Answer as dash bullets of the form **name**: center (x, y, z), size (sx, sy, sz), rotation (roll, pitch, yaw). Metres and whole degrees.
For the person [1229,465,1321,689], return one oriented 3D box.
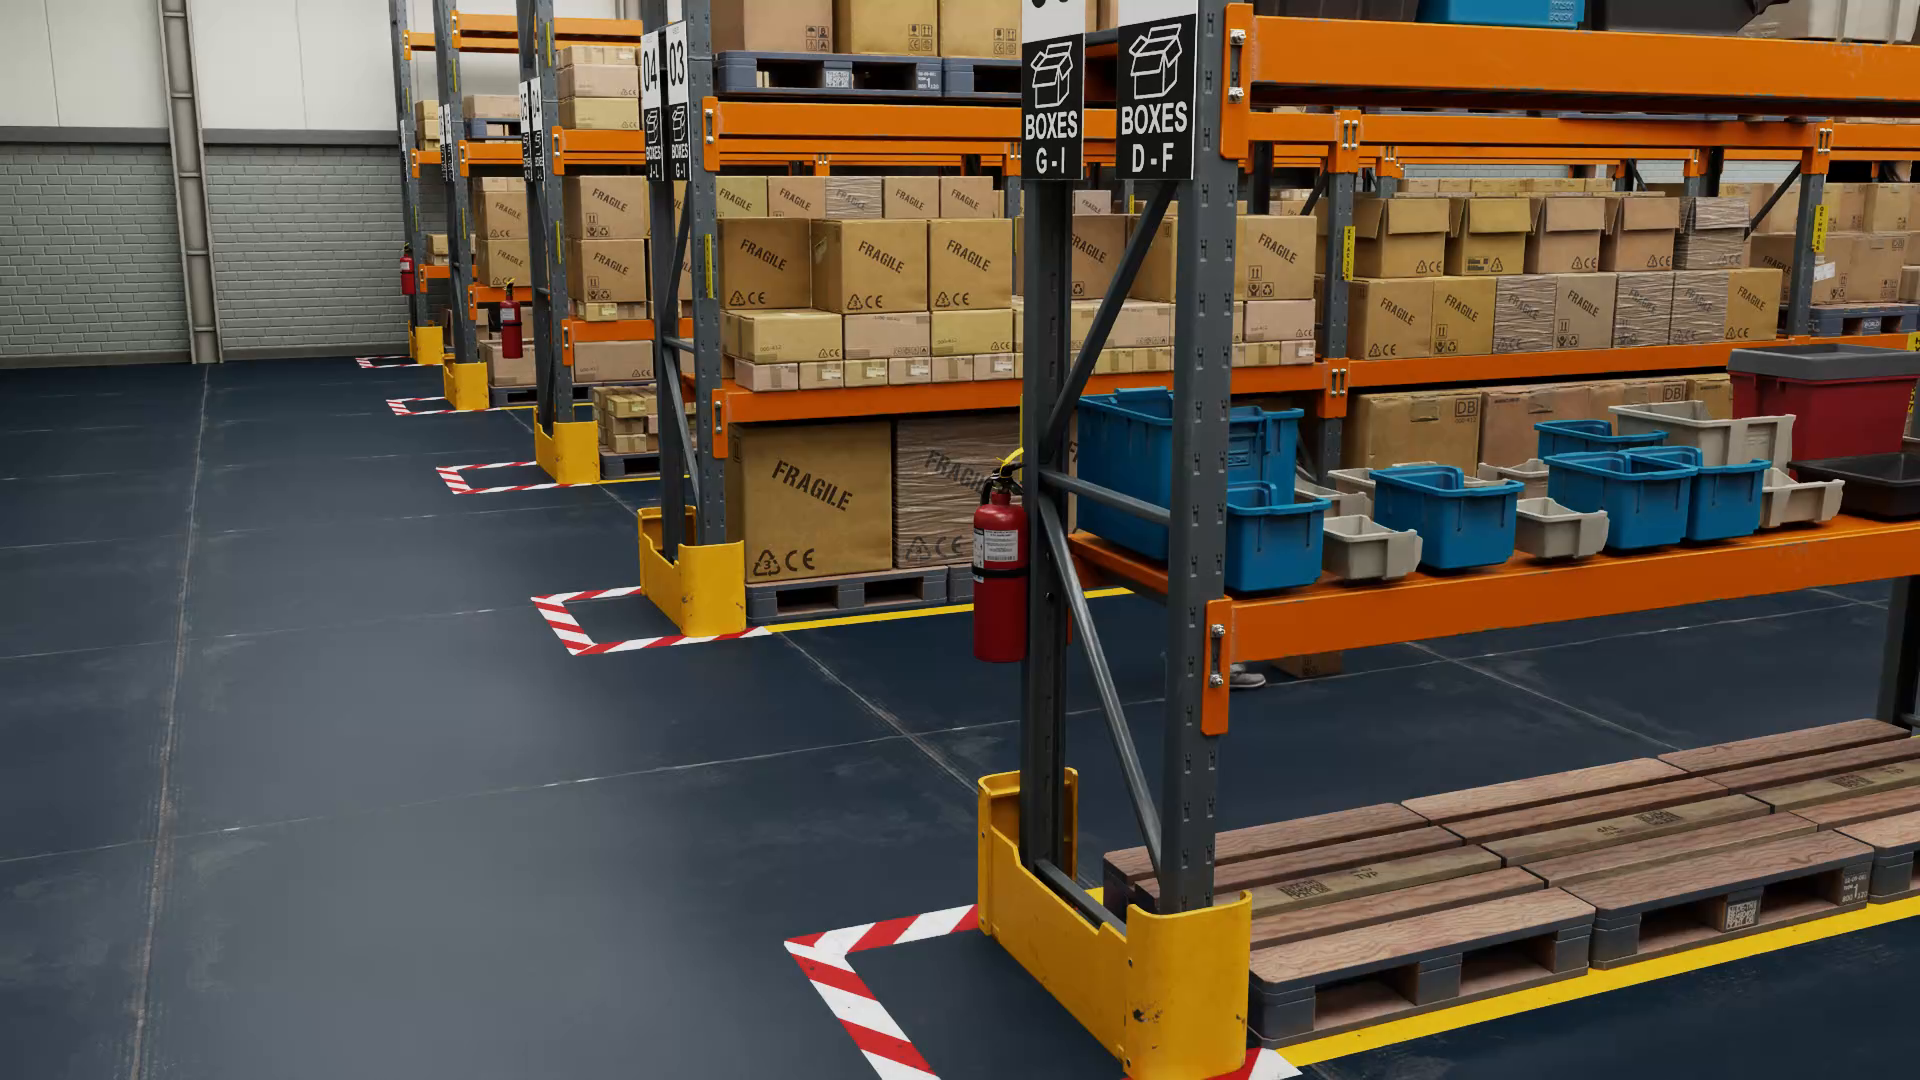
- **person**: center (1.394, 0.156, 8.151), size (0.827, 1.075, 0.505), rotation (-5, 13, -23)
